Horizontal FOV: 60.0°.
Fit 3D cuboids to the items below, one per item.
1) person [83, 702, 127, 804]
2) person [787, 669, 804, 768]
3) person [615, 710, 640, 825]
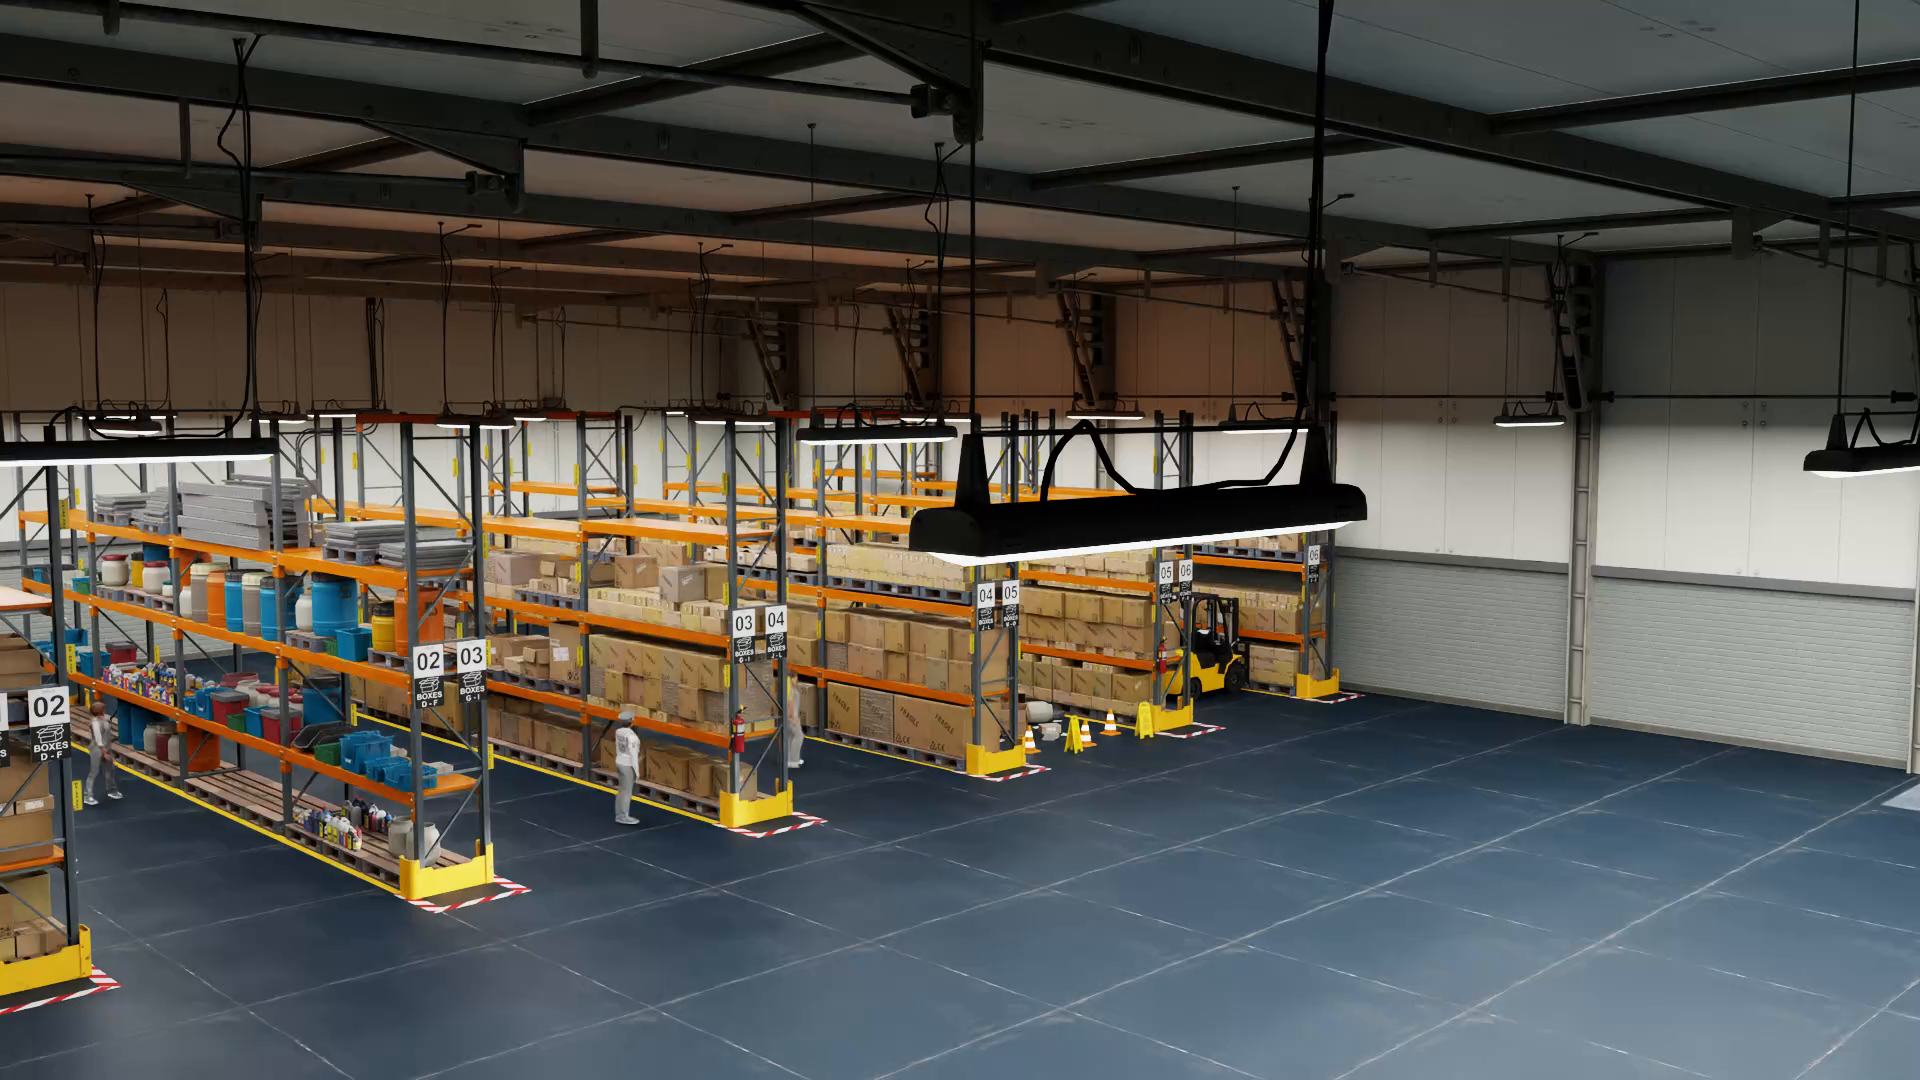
[{"bbox_3d":[-13.365,3.300,25.887,0.495,1.621,0.552,0,5,-6],"label":"person"},{"bbox_3d":[-2.868,3.062,28.499,0.388,1.724,0.511,-1,5,-9],"label":"person"},{"bbox_3d":[-4.918,3.356,24.587,0.351,1.694,0.528,-3,6,-28],"label":"person"}]
